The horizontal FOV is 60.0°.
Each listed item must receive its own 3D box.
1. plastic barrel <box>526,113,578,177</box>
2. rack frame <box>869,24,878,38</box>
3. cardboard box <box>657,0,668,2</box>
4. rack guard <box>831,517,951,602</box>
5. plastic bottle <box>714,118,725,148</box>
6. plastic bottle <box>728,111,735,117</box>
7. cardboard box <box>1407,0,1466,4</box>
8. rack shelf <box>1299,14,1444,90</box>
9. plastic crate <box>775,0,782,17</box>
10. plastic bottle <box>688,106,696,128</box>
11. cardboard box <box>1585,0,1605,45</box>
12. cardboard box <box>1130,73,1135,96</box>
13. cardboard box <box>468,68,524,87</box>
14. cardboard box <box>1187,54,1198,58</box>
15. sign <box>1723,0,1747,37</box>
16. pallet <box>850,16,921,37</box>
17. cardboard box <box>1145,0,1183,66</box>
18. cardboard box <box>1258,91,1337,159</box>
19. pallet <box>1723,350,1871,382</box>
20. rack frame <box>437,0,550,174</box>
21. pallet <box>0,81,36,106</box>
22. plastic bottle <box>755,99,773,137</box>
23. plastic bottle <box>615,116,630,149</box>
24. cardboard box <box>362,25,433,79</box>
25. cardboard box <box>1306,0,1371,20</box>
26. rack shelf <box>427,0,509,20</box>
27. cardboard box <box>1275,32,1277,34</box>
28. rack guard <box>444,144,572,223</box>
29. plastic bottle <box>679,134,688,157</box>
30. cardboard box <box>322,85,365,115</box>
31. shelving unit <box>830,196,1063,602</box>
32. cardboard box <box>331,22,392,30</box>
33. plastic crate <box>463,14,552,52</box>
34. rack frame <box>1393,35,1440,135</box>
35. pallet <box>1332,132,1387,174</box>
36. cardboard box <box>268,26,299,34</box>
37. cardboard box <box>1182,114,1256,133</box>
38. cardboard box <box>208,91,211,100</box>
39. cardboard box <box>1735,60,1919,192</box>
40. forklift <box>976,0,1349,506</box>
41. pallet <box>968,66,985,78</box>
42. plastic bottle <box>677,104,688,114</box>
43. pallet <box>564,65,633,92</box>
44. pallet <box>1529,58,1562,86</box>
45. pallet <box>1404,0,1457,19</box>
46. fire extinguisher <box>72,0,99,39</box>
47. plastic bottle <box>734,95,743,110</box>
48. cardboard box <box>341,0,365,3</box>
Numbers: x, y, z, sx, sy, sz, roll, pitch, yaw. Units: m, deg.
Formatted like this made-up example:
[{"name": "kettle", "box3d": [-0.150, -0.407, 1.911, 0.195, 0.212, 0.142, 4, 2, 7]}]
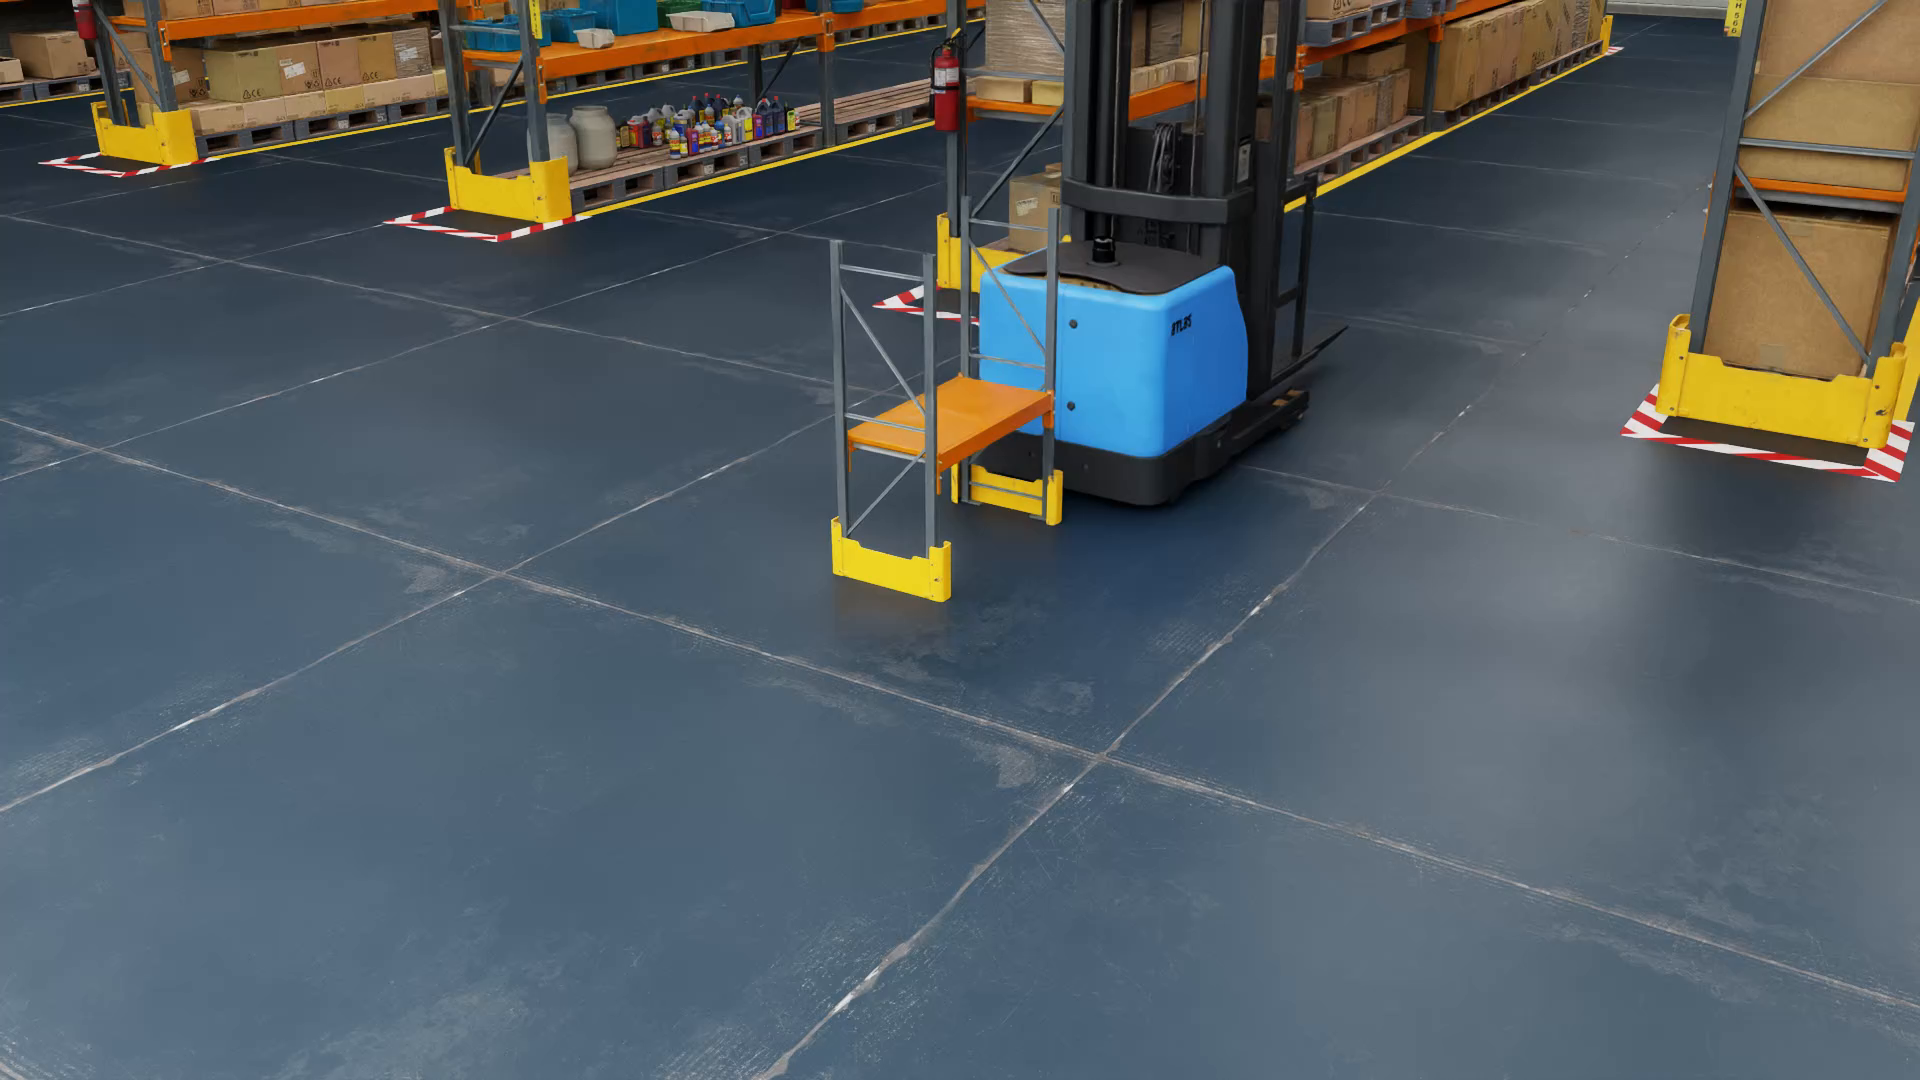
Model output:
[{"name": "plastic barrel", "box3d": [-3.563, -3.442, 14.527, 0.421, 0.512, 0.421, 0, 23, 0]}, {"name": "rack frame", "box3d": [-1.722, -9.242, 25.323, 1.000, 3.000, 0.127, 14, 27, 29]}, {"name": "cardboard box", "box3d": [-5.451, -9.555, 28.665, 0.700, 0.500, 0.500, 14, 27, 30]}, {"name": "rack guard", "box3d": [-0.303, 0.079, 7.253, 0.587, 0.250, 0.087, 14, 27, 29]}, {"name": "plastic bottle", "box3d": [-2.284, -3.867, 15.787, 0.097, 0.271, 0.097, 0, 23, 0]}, {"name": "plastic bottle", "box3d": [-2.203, -4.019, 16.124, 0.061, 0.283, 0.133, 14, 27, 29]}, {"name": "cardboard box", "box3d": [5.070, -5.968, 17.633, 0.500, 0.500, 0.500, 15, 27, 30]}, {"name": "rack shelf", "box3d": [3.527, -4.810, 15.990, 1.077, 0.370, 4.000, 14, 27, 29]}, {"name": "plastic crate", "box3d": [-2.120, -5.324, 16.351, 0.767, 0.338, 0.504, 14, 27, 29]}, {"name": "plastic bottle", "box3d": [-2.659, -4.146, 16.431, 0.097, 0.271, 0.097, 0, 23, 0]}, {"name": "cardboard box", "box3d": [8.532, -7.500, 23.444, 0.875, 0.875, 0.875, 14, 27, 29]}, {"name": "cardboard box", "box3d": [1.008, -3.207, 11.699, 0.380, 0.149, 0.250, 14, 27, 29]}, {"name": "cardboard box", "box3d": [-5.519, -5.557, 19.743, 0.500, 0.250, 0.500, 13, 27, 28]}, {"name": "cardboard box", "box3d": [1.608, -3.644, 12.707, 0.380, 0.149, 0.250, 14, 27, 29]}, {"name": "sign", "box3d": [4.069, -2.800, 8.685, 0.100, 0.325, 0.005, 14, 27, 29]}, {"name": "pallet", "box3d": [-1.359, -8.194, 26.412, 1.003, 0.211, 1.213, 14, 27, 29]}, {"name": "cardboard box", "box3d": [1.138, -3.830, 12.322, 0.875, 0.500, 0.500, 14, 27, 29]}, {"name": "cardboard box", "box3d": [3.082, -3.879, 15.528, 0.700, 0.500, 0.500, 14, 27, 29]}, {"name": "pallet", "box3d": [4.878, -1.048, 9.904, 1.003, 0.211, 1.213, 14, 27, 29]}, {"name": "rack frame", "box3d": [-3.846, -4.153, 13.566, 1.000, 3.000, 0.127, 14, 27, 29]}, {"name": "pallet", "box3d": [-11.764, -5.241, 19.592, 1.003, 0.211, 1.213, 14, 27, 29]}, {"name": "plastic bottle", "box3d": [-1.932, -4.146, 16.333, 0.144, 0.351, 0.185, 12, 26, 26]}, {"name": "plastic bottle", "box3d": [-3.203, -3.863, 15.763, 0.061, 0.283, 0.133, 15, 27, 30]}, {"name": "cardboard box", "box3d": [-6.274, -5.448, 18.548, 0.500, 0.500, 0.500, 14, 27, 29]}, {"name": "cardboard box", "box3d": [3.010, -5.171, 14.636, 1.000, 1.000, 1.000, 14, 27, 29]}, {"name": "rack shelf", "box3d": [-4.887, -6.887, 20.788, 1.077, 0.370, 4.000, 14, 27, 29]}, {"name": "cardboard box", "box3d": [2.609, -4.215, 14.027, 0.380, 0.149, 0.250, 14, 27, 29]}, {"name": "rack guard", "box3d": [-3.845, -3.041, 14.145, 1.175, 0.500, 0.348, 14, 27, 29]}, {"name": "plastic bottle", "box3d": [-2.570, -3.652, 15.378, 0.097, 0.201, 0.097, 0, 23, 0]}, {"name": "cardboard box", "box3d": [-6.787, -4.763, 17.909, 0.500, 0.250, 0.500, 14, 27, 29]}, {"name": "shelving unit", "box3d": [-0.040, -0.663, 7.393, 0.587, 1.500, 1.083, 14, 27, 29]}, {"name": "cardboard box", "box3d": [-6.710, -5.556, 18.796, 0.500, 0.500, 0.500, 14, 27, 29]}, {"name": "plastic crate", "box3d": [-3.836, -4.316, 14.131, 0.499, 0.251, 0.616, 14, 27, 29]}, {"name": "rack frame", "box3d": [4.582, -5.815, 17.406, 1.000, 3.000, 0.127, 14, 27, 29]}, {"name": "pallet", "box3d": [3.524, -3.861, 16.404, 1.003, 0.211, 1.213, 14, 27, 29]}, {"name": "cardboard box", "box3d": [-9.548, -7.070, 22.899, 0.700, 0.500, 0.500, 13, 27, 28]}, {"name": "cardboard box", "box3d": [2.227, -3.384, 14.408, 0.500, 0.500, 0.500, 13, 27, 27]}, {"name": "cardboard box", "box3d": [-7.766, -4.537, 17.387, 0.500, 0.250, 0.500, 14, 27, 29]}, {"name": "cardboard box", "box3d": [4.680, -2.245, 8.970, 0.875, 0.550, 0.550, 14, 27, 29]}, {"name": "forklift", "box3d": [1.301, -2.045, 8.784, 1.130, 2.935, 3.031, 14, 27, 30]}, {"name": "pallet", "box3d": [0.755, -5.848, 20.992, 1.003, 0.211, 1.213, 14, 27, 29]}, {"name": "plastic bottle", "box3d": [-2.736, -4.162, 16.453, 0.061, 0.283, 0.133, 15, 28, 31]}, {"name": "pallet", "box3d": [-4.944, -5.932, 21.188, 1.003, 0.211, 1.213, 14, 27, 29]}, {"name": "pallet", "box3d": [7.160, -6.125, 21.634, 1.003, 0.211, 1.213, 14, 27, 29]}, {"name": "pallet", "box3d": [4.297, -5.464, 16.837, 1.213, 0.211, 1.003, 14, 27, 29]}, {"name": "fire extinguisher", "box3d": [-8.509, -5.214, 16.115, 0.296, 0.674, 0.183, 14, 27, 29]}, {"name": "plastic bottle", "box3d": [-2.276, -4.437, 17.103, 0.097, 0.271, 0.097, 0, 23, 0]}, {"name": "cardboard box", "box3d": [-6.711, -6.089, 17.913, 0.700, 0.500, 0.500, 14, 27, 30]}]
